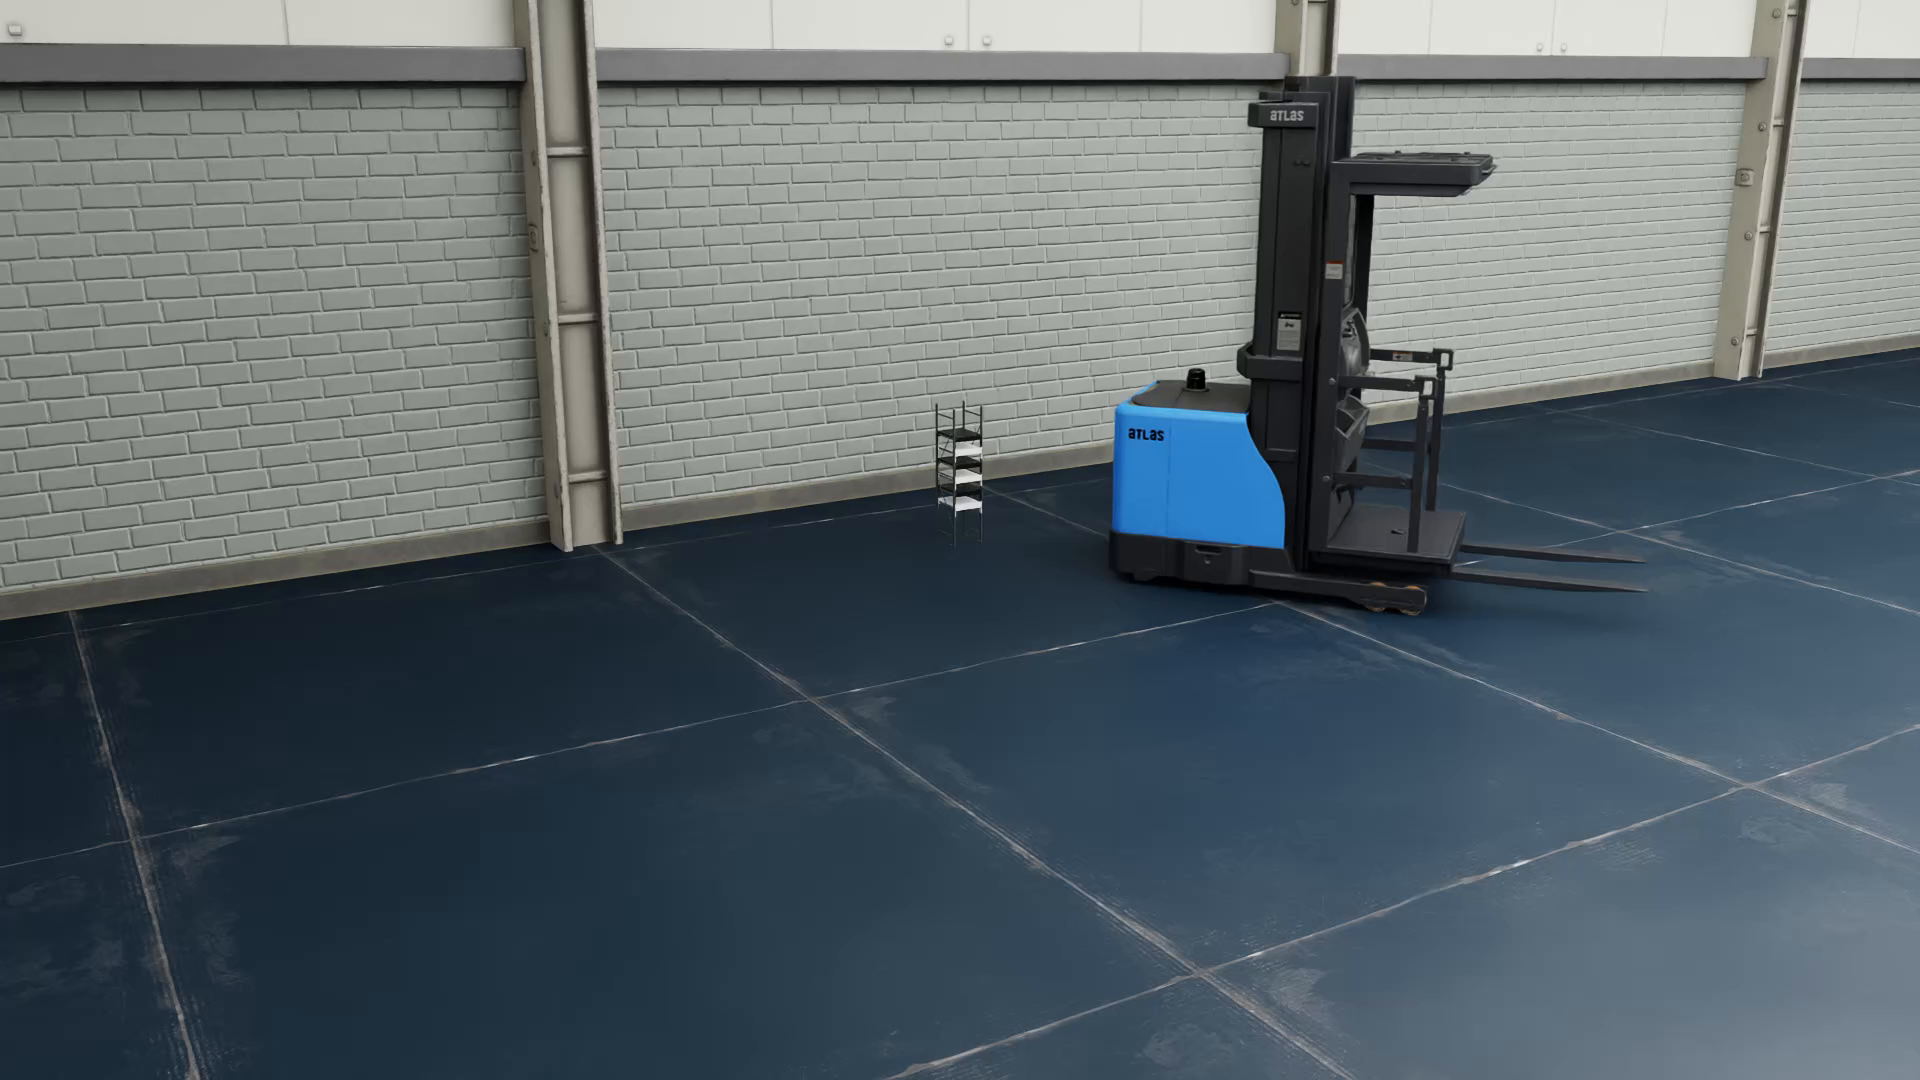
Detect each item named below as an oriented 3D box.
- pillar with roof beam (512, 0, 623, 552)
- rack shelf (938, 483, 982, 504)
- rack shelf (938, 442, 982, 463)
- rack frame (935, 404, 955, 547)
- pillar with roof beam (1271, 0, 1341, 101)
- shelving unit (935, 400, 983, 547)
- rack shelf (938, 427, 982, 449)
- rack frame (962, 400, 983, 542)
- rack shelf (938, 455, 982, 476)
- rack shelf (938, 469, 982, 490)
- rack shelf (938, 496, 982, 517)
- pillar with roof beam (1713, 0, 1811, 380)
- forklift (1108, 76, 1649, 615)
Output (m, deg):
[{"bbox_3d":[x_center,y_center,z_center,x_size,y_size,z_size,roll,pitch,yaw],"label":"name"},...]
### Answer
[{"bbox_3d":[-0.224,-3.324,6.095,0.400,9.000,9.100,-9,18,-30],"label":"pillar with roof beam"},{"bbox_3d":[-0.007,-0.313,10.818,0.200,0.077,0.258,-9,18,-30],"label":"rack shelf"},{"bbox_3d":[-0.007,-0.573,10.745,0.200,0.077,0.258,-9,18,-30],"label":"rack shelf"},{"bbox_3d":[-0.094,-0.418,10.734,0.006,0.900,0.240,-9,18,-30],"label":"rack frame"},{"bbox_3d":[4.920,-4.158,9.070,0.400,9.000,9.100,-9,18,-30],"label":"pillar with roof beam"},{"bbox_3d":[-0.007,-0.432,10.784,0.210,0.900,0.258,-9,18,-30],"label":"shelving unit"},{"bbox_3d":[-0.007,-0.660,10.720,0.200,0.077,0.258,-9,18,-30],"label":"rack shelf"},{"bbox_3d":[0.080,-0.446,10.835,0.006,0.900,0.240,-9,18,-30],"label":"rack frame"},{"bbox_3d":[-0.007,-0.487,10.769,0.200,0.077,0.258,-9,18,-30],"label":"rack shelf"},{"bbox_3d":[-0.007,-0.400,10.793,0.200,0.077,0.258,-9,18,-30],"label":"rack shelf"},{"bbox_3d":[-0.007,-0.227,10.842,0.200,0.077,0.258,-9,18,-30],"label":"rack shelf"},{"bbox_3d":[10.063,-4.992,12.045,0.400,9.000,9.100,-9,18,-30],"label":"pillar with roof beam"},{"bbox_3d":[2.469,-1.147,9.572,3.031,2.935,1.130,6,17,20],"label":"forklift"}]
